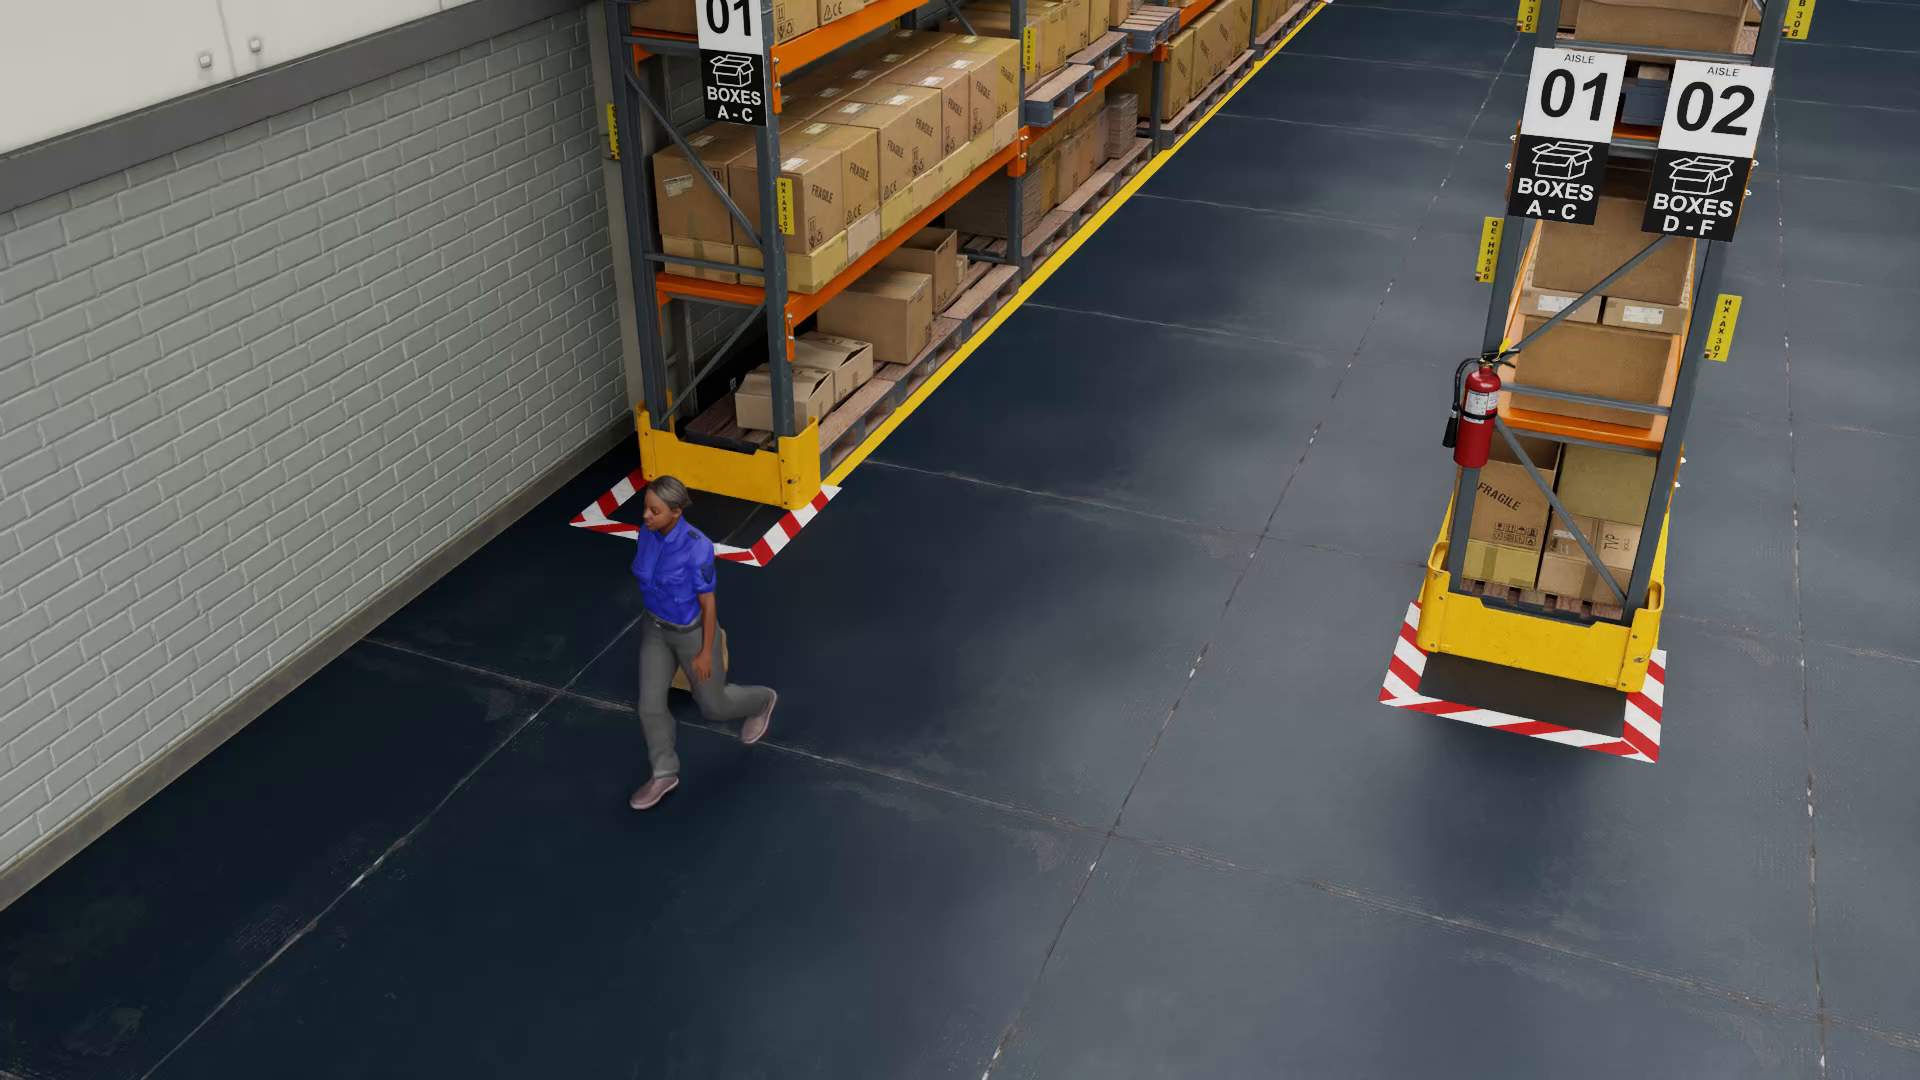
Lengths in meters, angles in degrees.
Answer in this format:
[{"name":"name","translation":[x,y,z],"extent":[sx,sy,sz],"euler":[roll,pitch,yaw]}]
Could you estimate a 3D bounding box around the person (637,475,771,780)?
[{"name":"person","translation":[-1.226,0.362,7.689],"extent":[0.438,1.566,0.676],"euler":[17,34,27]}]
